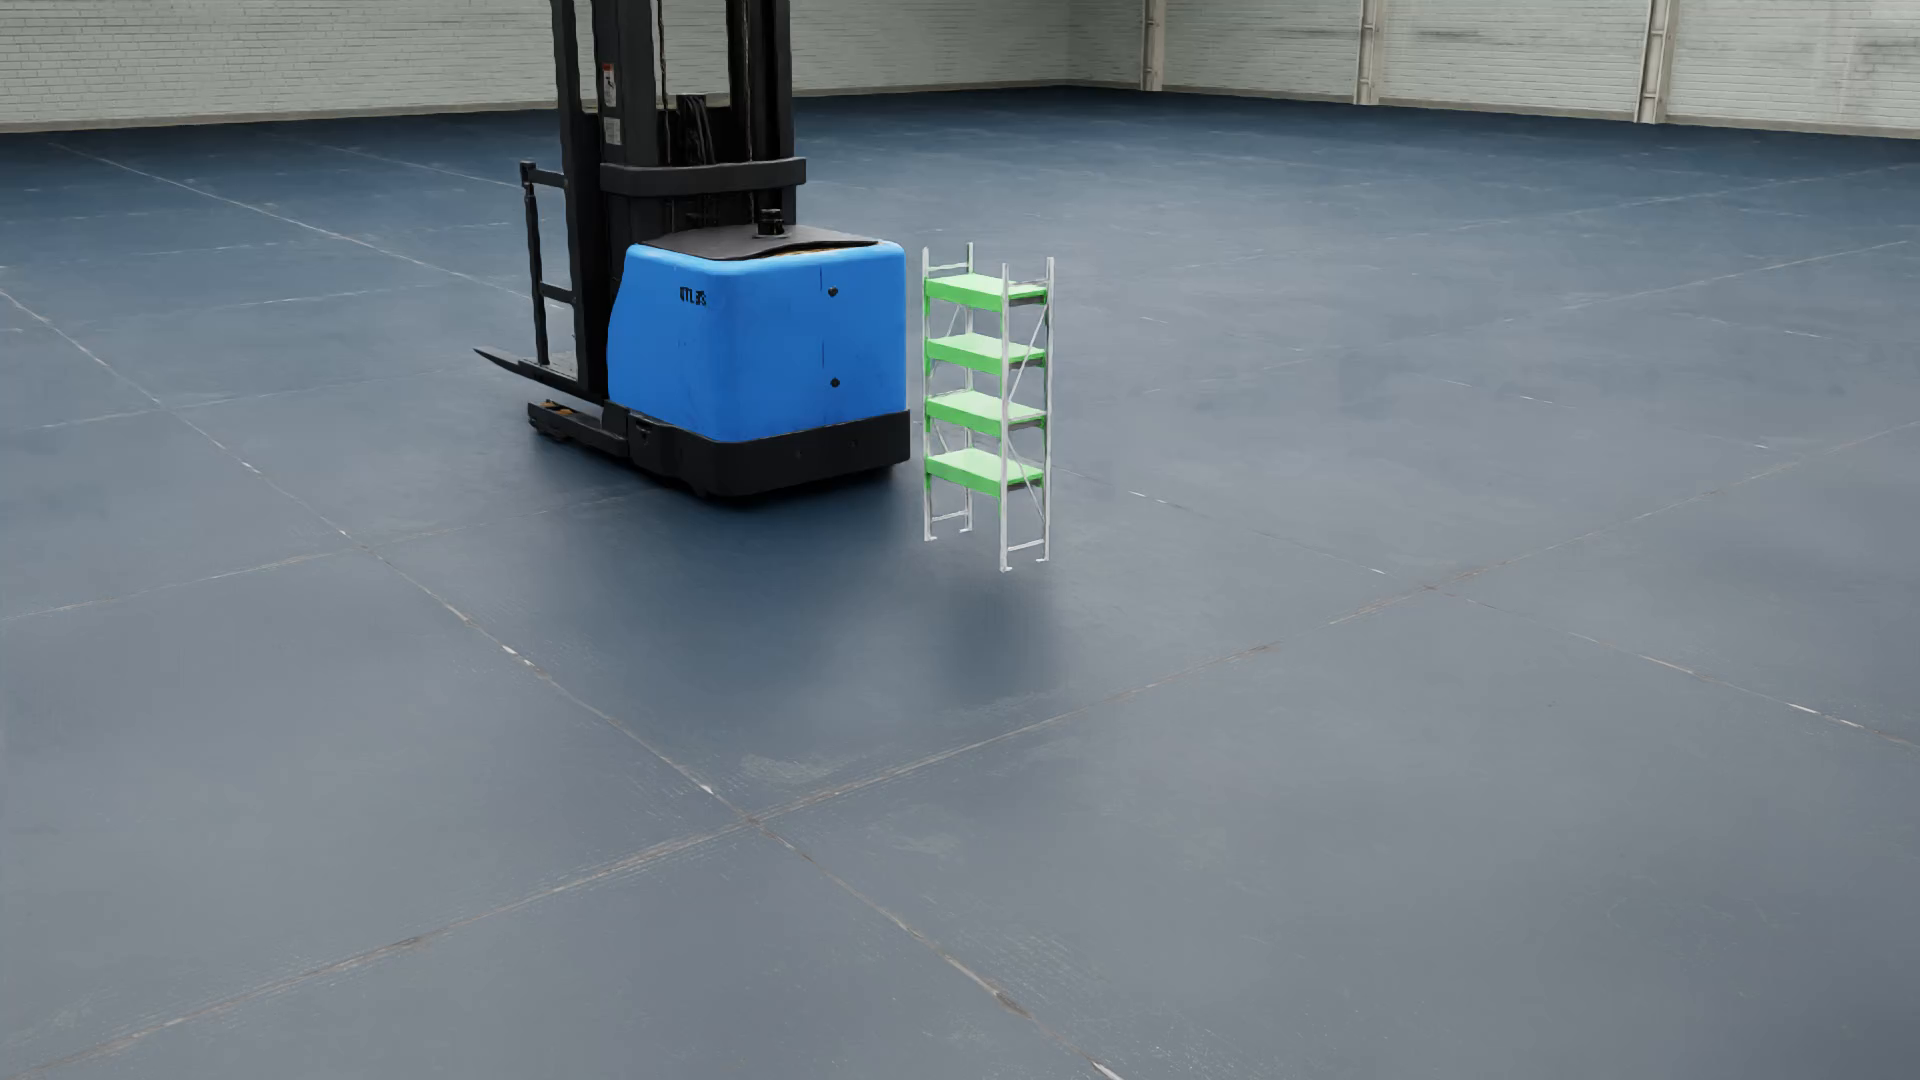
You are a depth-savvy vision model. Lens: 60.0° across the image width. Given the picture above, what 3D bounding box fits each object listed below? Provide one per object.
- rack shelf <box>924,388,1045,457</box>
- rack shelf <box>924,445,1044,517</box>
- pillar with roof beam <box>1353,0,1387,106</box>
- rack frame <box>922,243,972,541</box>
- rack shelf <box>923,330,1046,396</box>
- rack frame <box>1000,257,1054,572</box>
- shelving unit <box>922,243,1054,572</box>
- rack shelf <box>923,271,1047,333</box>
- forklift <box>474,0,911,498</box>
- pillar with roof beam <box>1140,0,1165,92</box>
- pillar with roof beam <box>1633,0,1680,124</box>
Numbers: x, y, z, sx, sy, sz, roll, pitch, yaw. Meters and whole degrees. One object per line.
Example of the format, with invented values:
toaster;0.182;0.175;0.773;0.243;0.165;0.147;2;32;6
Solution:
rack shelf;0.103;-0.468;6.571;0.258;0.148;0.480;-14;23;-36
rack shelf;0.103;-0.240;6.646;0.258;0.148;0.480;-14;23;-36
pillar with roof beam;4.630;-12.013;28.826;9.100;9.000;0.400;-14;23;-36
rack frame;-0.049;-0.589;6.732;0.240;1.200;0.015;-14;23;-36
rack shelf;0.103;-0.696;6.495;0.258;0.148;0.480;-14;23;-36
rack frame;0.254;-0.469;6.369;0.240;1.200;0.015;-14;23;-36
shelving unit;0.103;-0.529;6.551;0.258;1.200;0.503;-14;23;-36
rack shelf;0.103;-0.924;6.420;0.258;0.148;0.480;-14;23;-36
forklift;-1.550;-1.970;8.148;1.130;2.935;3.031;-14;23;-37
pillar with roof beam;0.905;-13.491;33.290;9.100;9.000;0.400;-14;23;-36
pillar with roof beam;8.355;-10.534;24.361;9.100;9.000;0.400;-14;23;-36
